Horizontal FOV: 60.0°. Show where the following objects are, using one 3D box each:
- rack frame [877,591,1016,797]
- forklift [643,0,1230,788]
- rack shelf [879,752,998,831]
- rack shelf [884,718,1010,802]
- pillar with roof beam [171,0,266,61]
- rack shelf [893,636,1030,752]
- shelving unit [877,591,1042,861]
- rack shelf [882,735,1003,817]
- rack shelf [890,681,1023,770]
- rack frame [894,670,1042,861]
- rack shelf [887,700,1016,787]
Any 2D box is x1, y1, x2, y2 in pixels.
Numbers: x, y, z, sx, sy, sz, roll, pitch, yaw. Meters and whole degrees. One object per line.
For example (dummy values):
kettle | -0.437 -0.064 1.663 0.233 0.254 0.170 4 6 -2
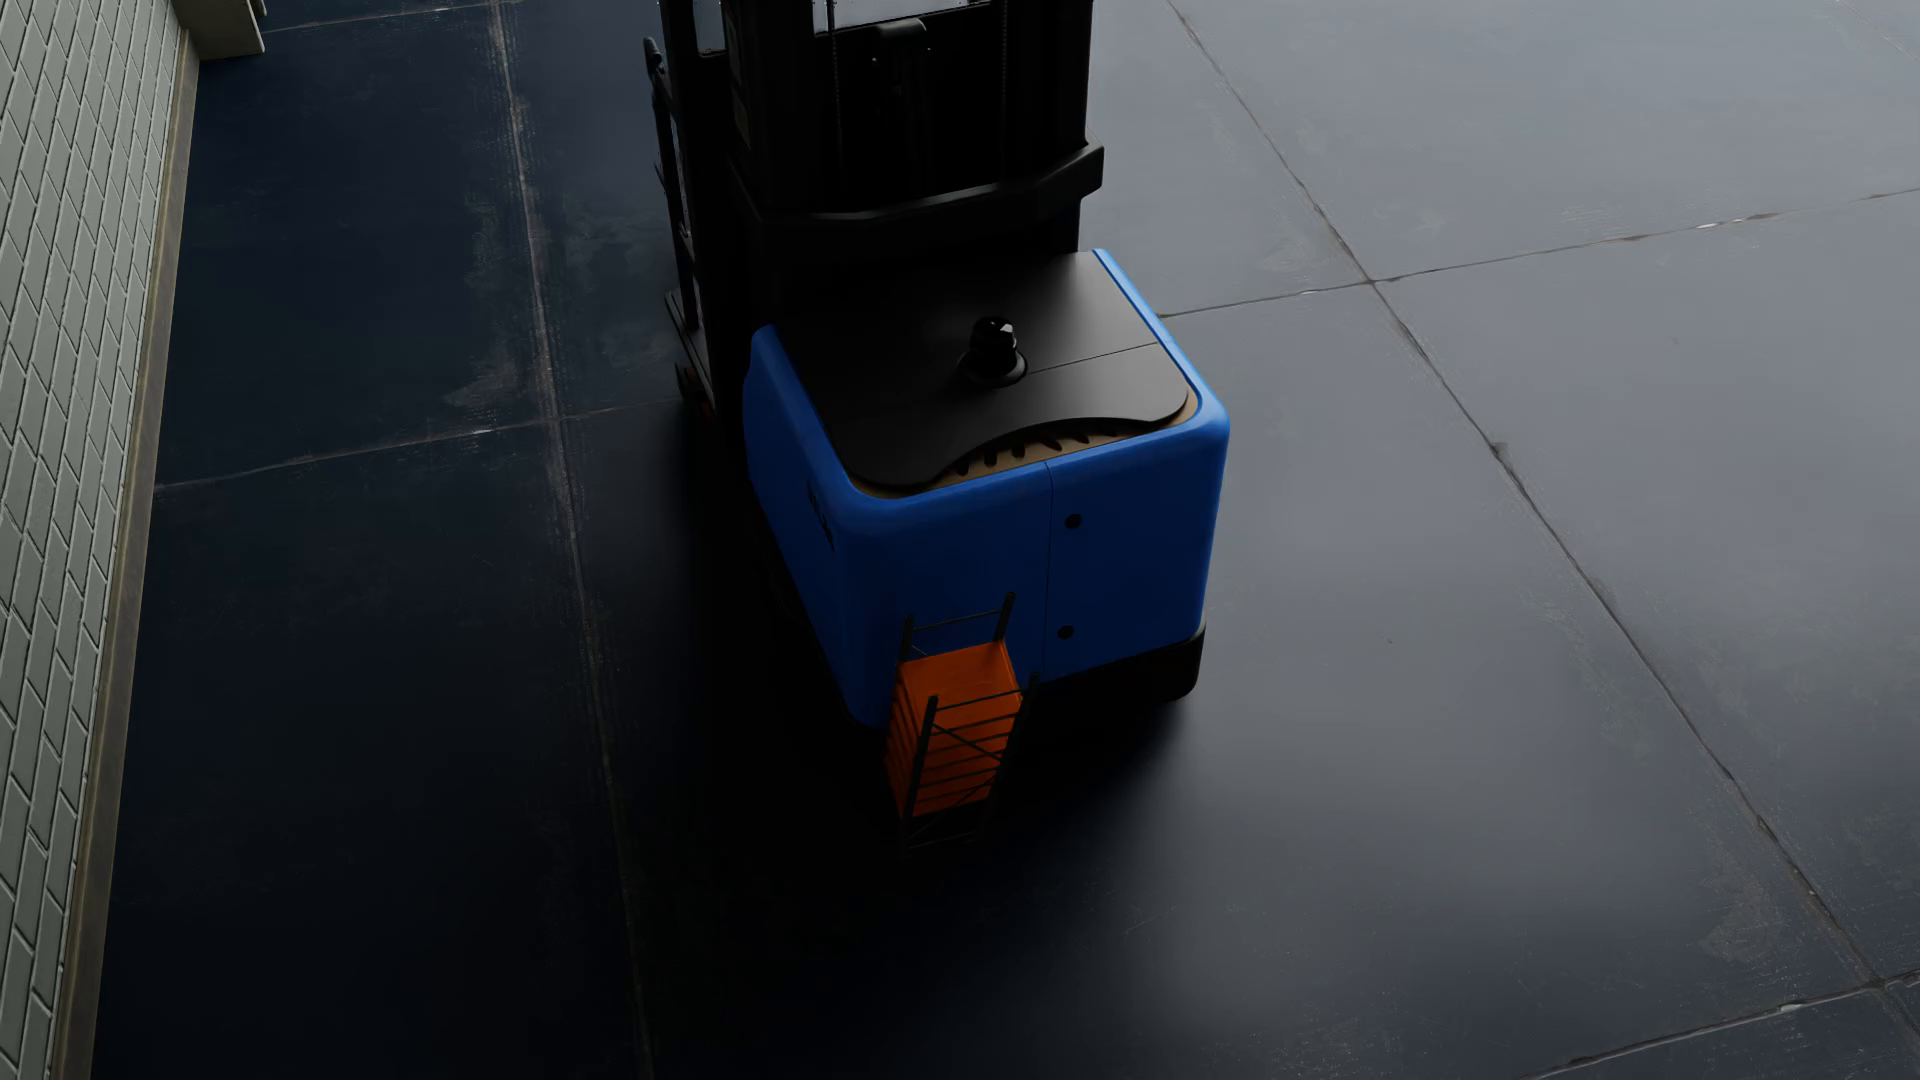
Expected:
rack frame | -0.054 0.399 3.978 0.240 1.200 0.006 -12 66 -12
forklift | -0.317 -1.427 4.596 1.130 2.935 3.031 -15 48 -14
rack shelf | -0.055 0.605 4.195 0.258 0.103 0.180 -12 66 -12
rack shelf | -0.033 0.499 3.981 0.258 0.103 0.180 -12 66 -12
pillar with roof beam | 0.878 -6.204 5.029 9.100 9.000 0.400 -11 47 -10
rack shelf | 0.001 0.339 3.660 0.258 0.103 0.180 -12 66 -12
shelving unit | -0.029 0.479 3.941 0.258 1.200 0.189 -12 66 -12
rack shelf | -0.044 0.552 4.088 0.258 0.103 0.180 -12 66 -12
rack shelf | -0.010 0.392 3.767 0.258 0.103 0.180 -12 66 -12
rack frame | -0.003 0.559 3.904 0.240 1.200 0.006 -12 66 -12
rack shelf | -0.022 0.446 3.874 0.258 0.103 0.180 -12 66 -12
